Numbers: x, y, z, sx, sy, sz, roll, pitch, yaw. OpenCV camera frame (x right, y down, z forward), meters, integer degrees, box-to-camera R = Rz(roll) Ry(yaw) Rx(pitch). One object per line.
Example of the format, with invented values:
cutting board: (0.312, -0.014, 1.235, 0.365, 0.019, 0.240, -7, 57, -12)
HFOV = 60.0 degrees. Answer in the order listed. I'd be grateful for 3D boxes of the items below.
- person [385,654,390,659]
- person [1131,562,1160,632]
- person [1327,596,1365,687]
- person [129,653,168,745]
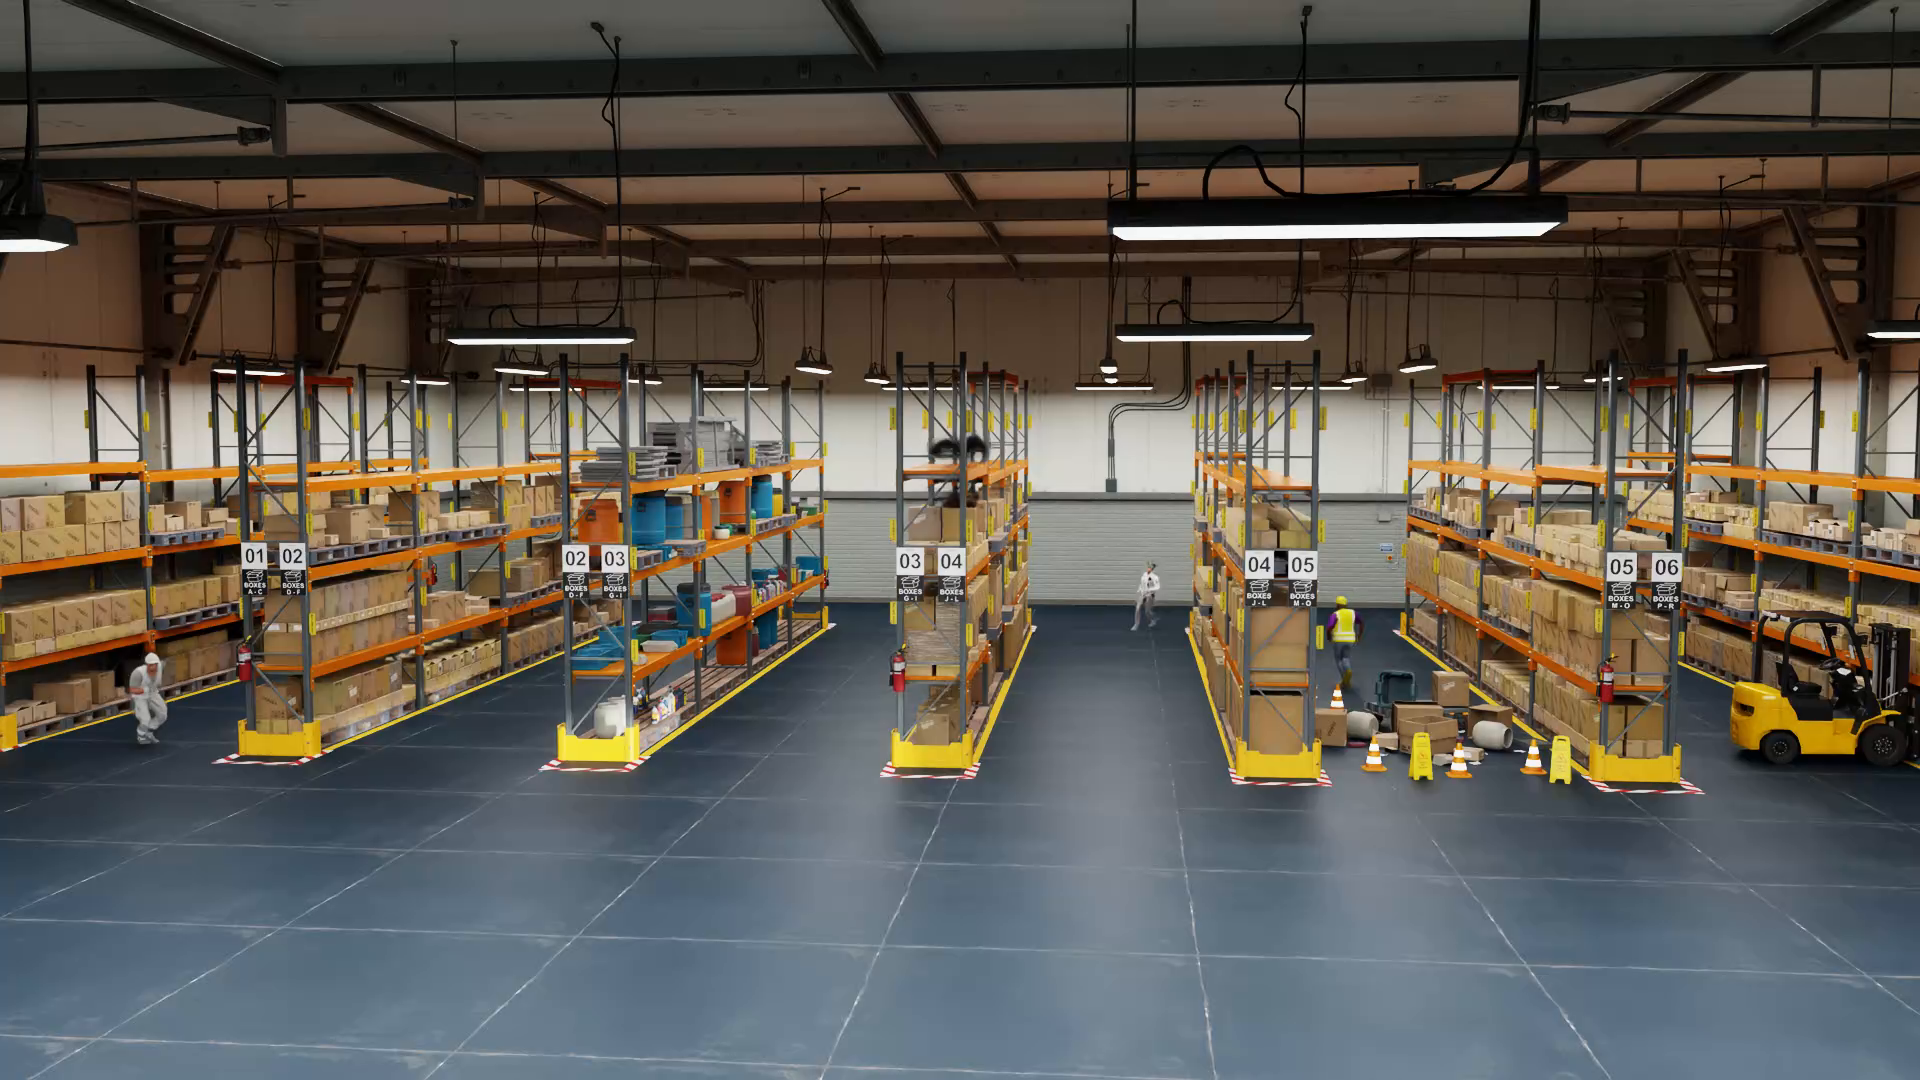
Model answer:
person: (-11.761, 1.781, 33.673, 0.675, 1.657, 0.847, -1, 4, -10)
person: (4.502, 1.350, 39.736, 0.652, 1.662, 0.856, 4, 6, 45)
person: (7.286, 1.918, 31.420, 0.760, 1.714, 0.561, -1, 4, -10)
person: (-12.428, 2.442, 25.496, 0.931, 1.508, 0.701, 3, 5, 35)
